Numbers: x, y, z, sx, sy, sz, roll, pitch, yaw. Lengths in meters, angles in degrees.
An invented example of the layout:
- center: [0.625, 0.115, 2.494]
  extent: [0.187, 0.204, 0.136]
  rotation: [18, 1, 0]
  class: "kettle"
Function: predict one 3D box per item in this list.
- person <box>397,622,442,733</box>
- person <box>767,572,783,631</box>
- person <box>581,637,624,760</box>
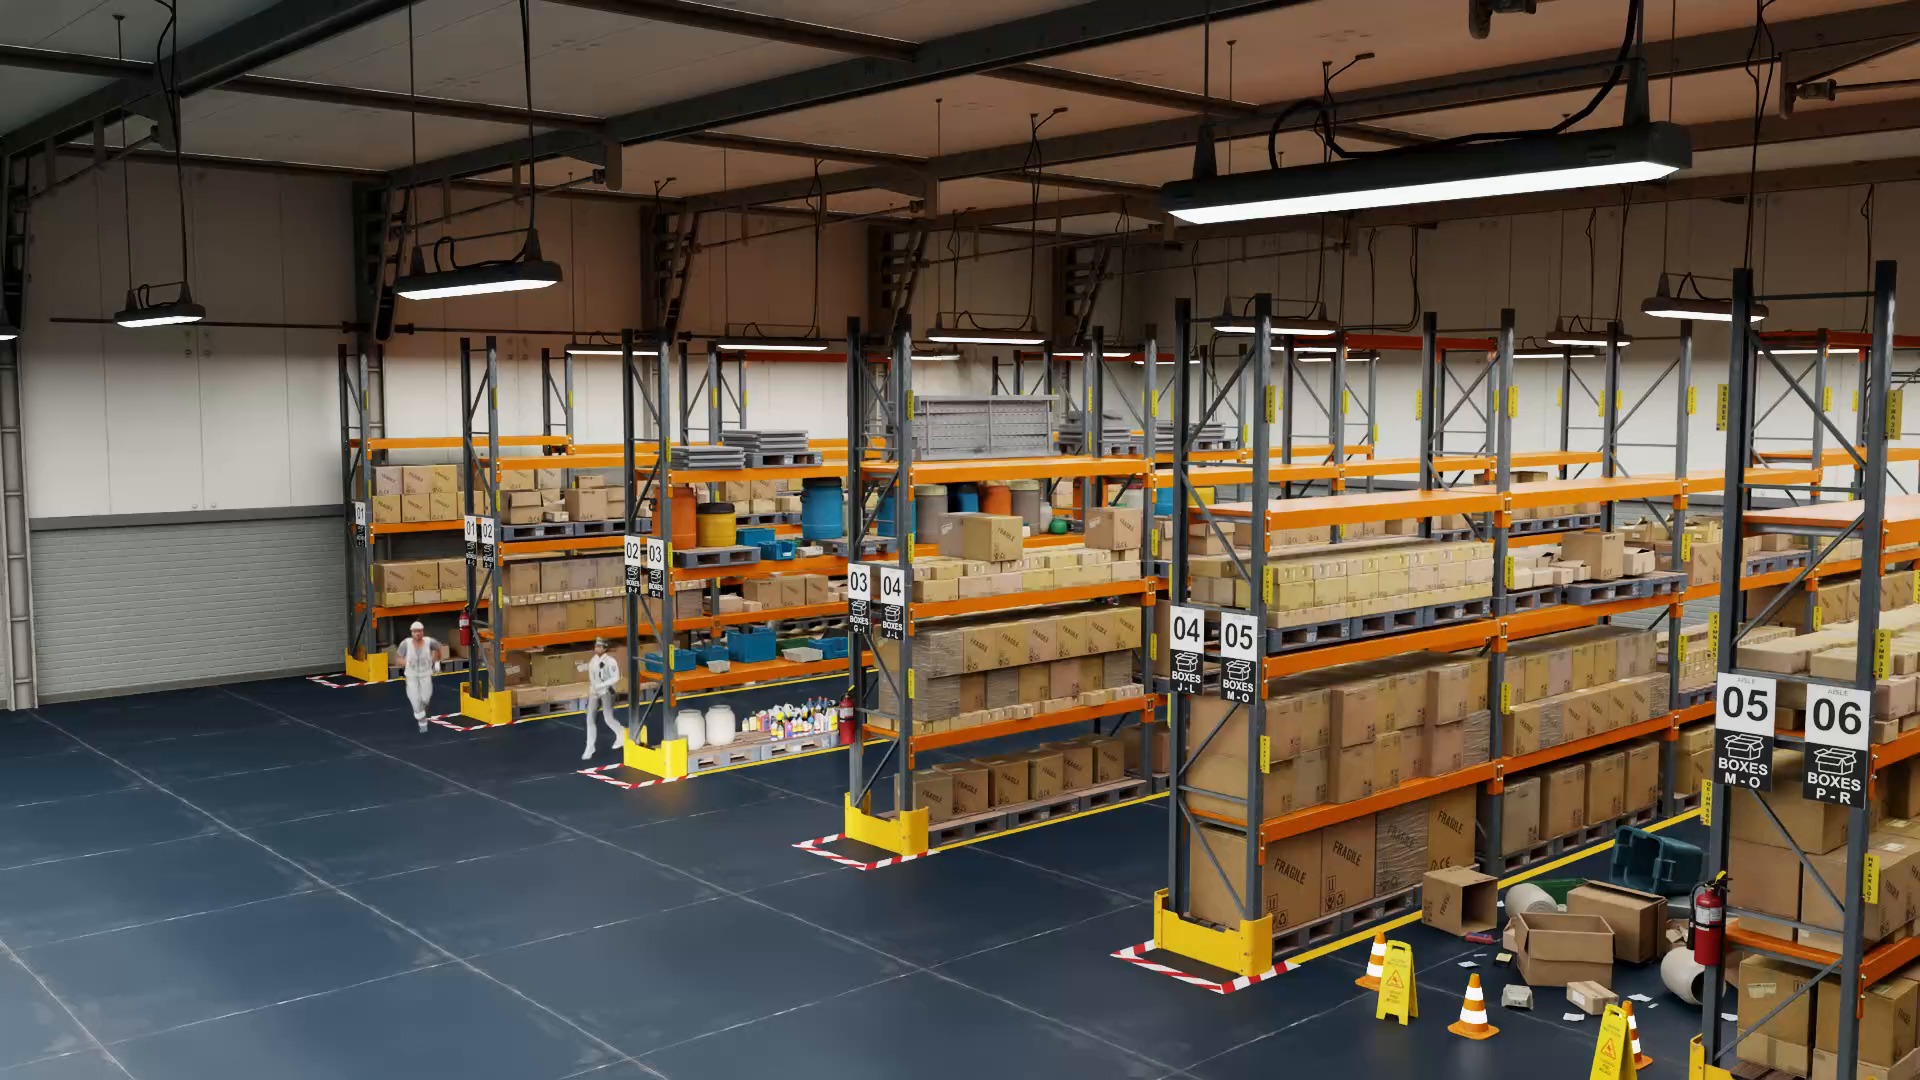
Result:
- center: [-8.134, 2.068, 25.032]
  extent: [0.629, 1.715, 0.723]
  rotation: [-1, 5, -14]
  class: "person"
- center: [-3.574, 1.439, 31.799]
  extent: [0.643, 1.761, 0.674]
  rotation: [-5, 7, -42]
  class: "person"
- center: [-5.047, 2.220, 23.639]
  extent: [0.618, 1.744, 0.841]
  rotation: [3, 6, 29]
  class: "person"
